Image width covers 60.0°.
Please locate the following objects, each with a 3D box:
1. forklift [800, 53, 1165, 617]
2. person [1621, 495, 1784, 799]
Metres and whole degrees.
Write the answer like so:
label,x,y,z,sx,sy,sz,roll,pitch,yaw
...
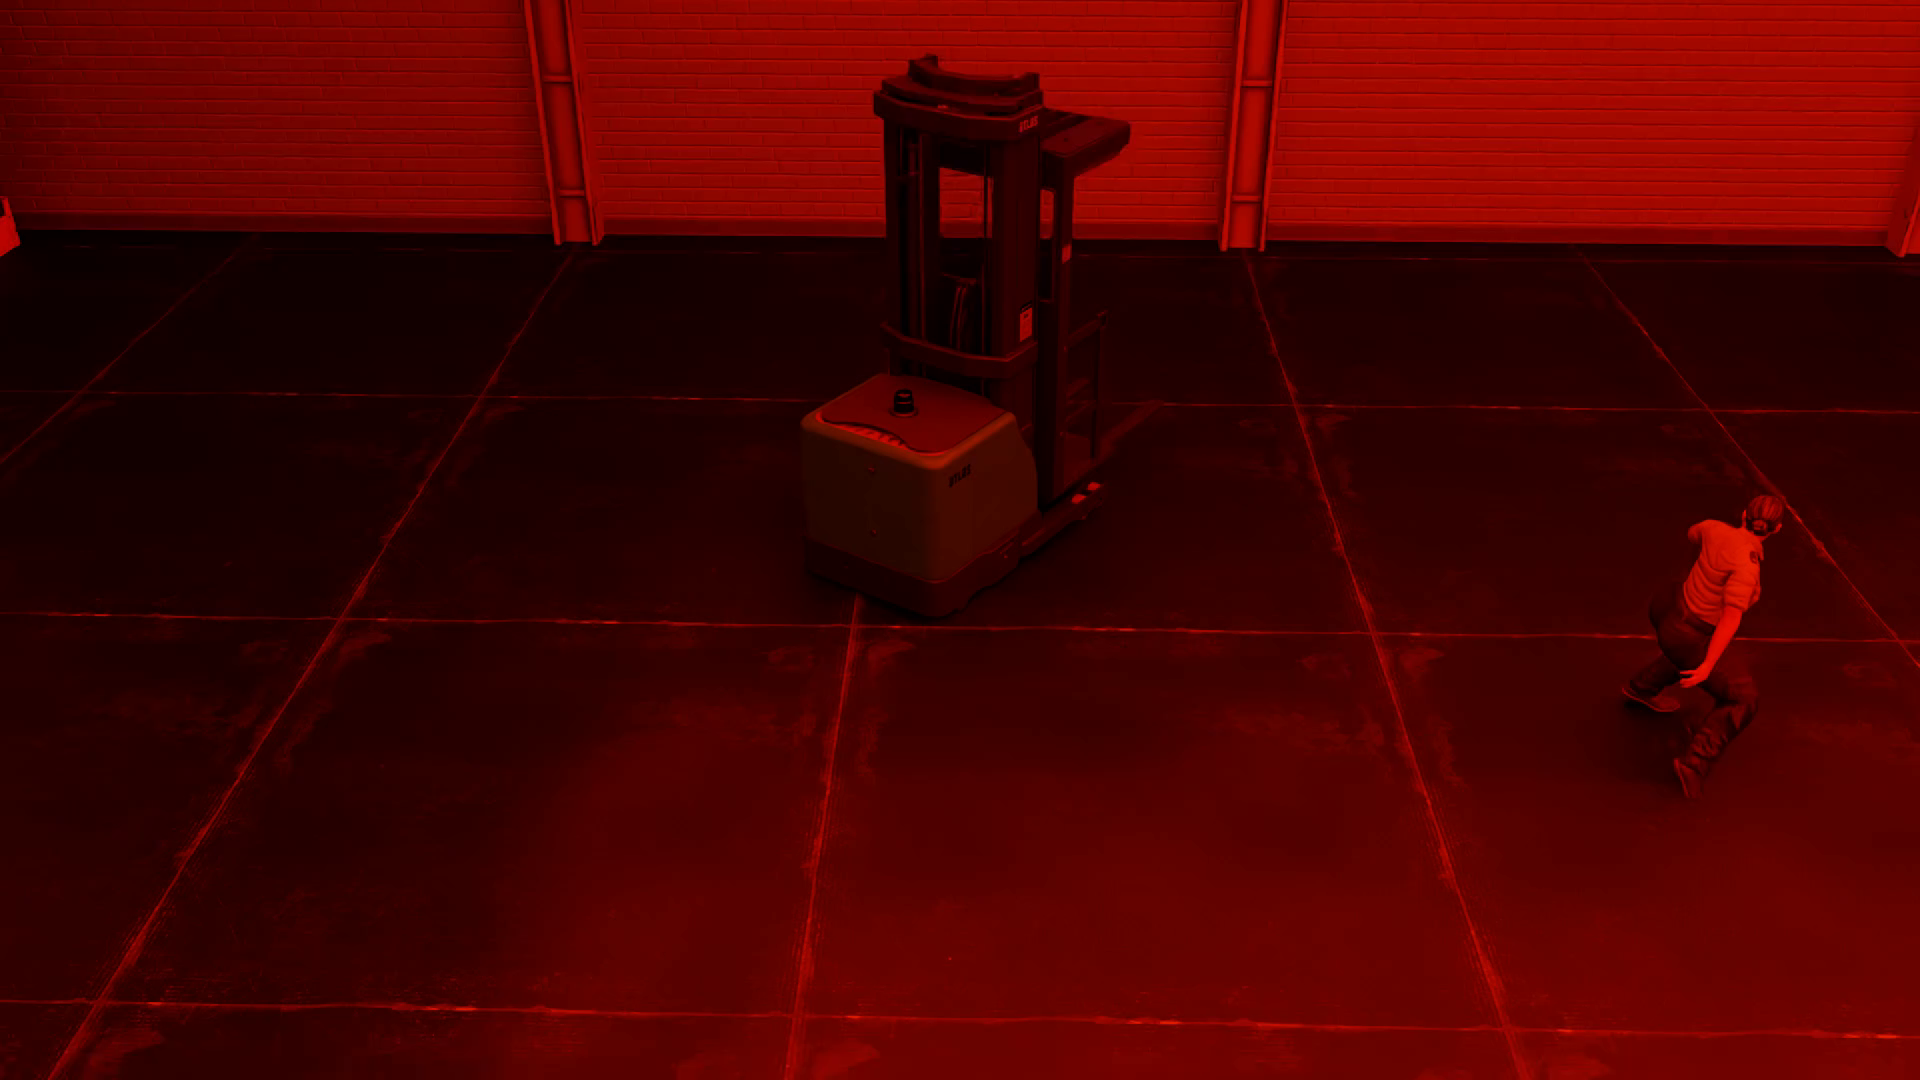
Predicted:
label,x,y,z,sx,sy,sz,roll,pitch,yaw
forklift,0.309,-1.516,10.186,1.130,2.935,3.031,19,36,29
person,3.737,0.498,8.295,0.523,1.579,0.961,4,31,6
